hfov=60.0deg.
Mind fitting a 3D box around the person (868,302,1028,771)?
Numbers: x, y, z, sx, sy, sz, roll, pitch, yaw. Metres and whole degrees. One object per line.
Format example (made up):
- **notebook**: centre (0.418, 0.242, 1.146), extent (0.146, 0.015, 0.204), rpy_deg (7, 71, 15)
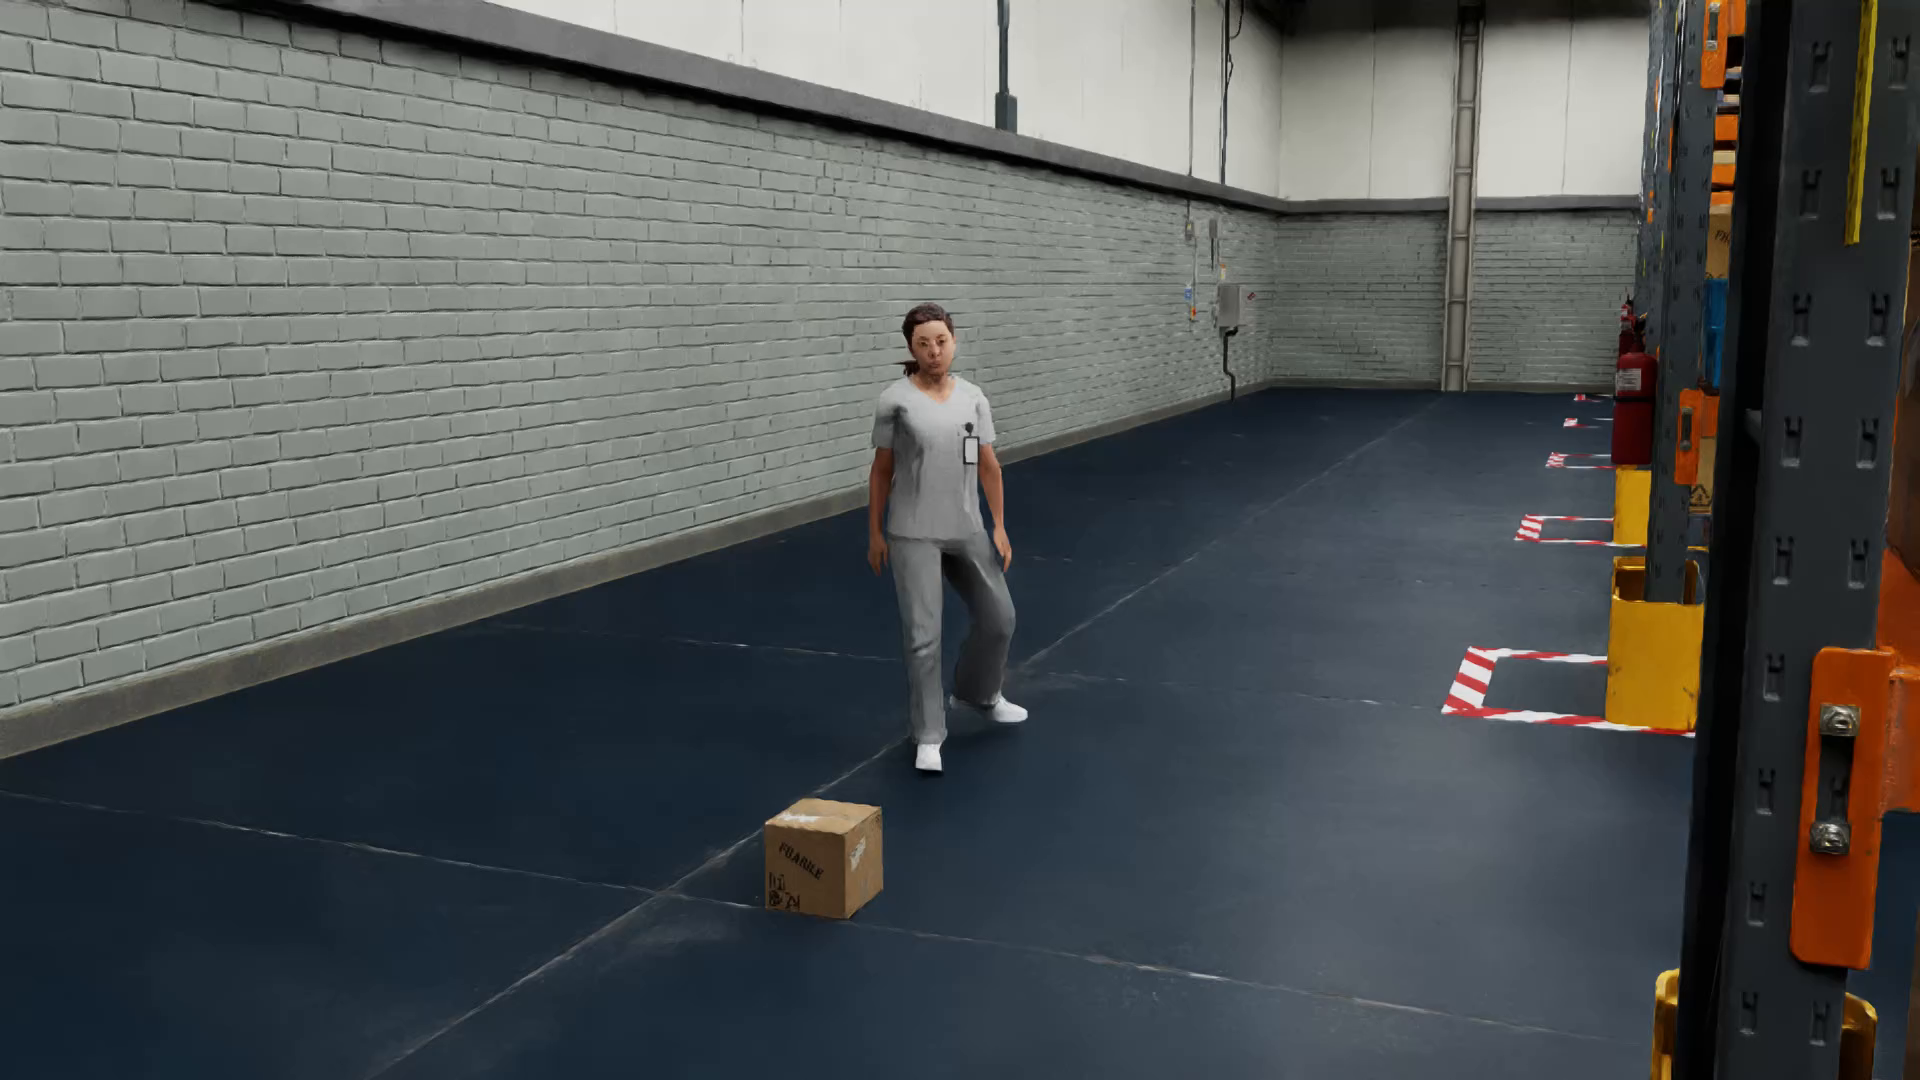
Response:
- **person**: centre (-0.029, 0.096, 6.094), extent (0.650, 1.407, 0.502), rpy_deg (-4, 10, -24)
